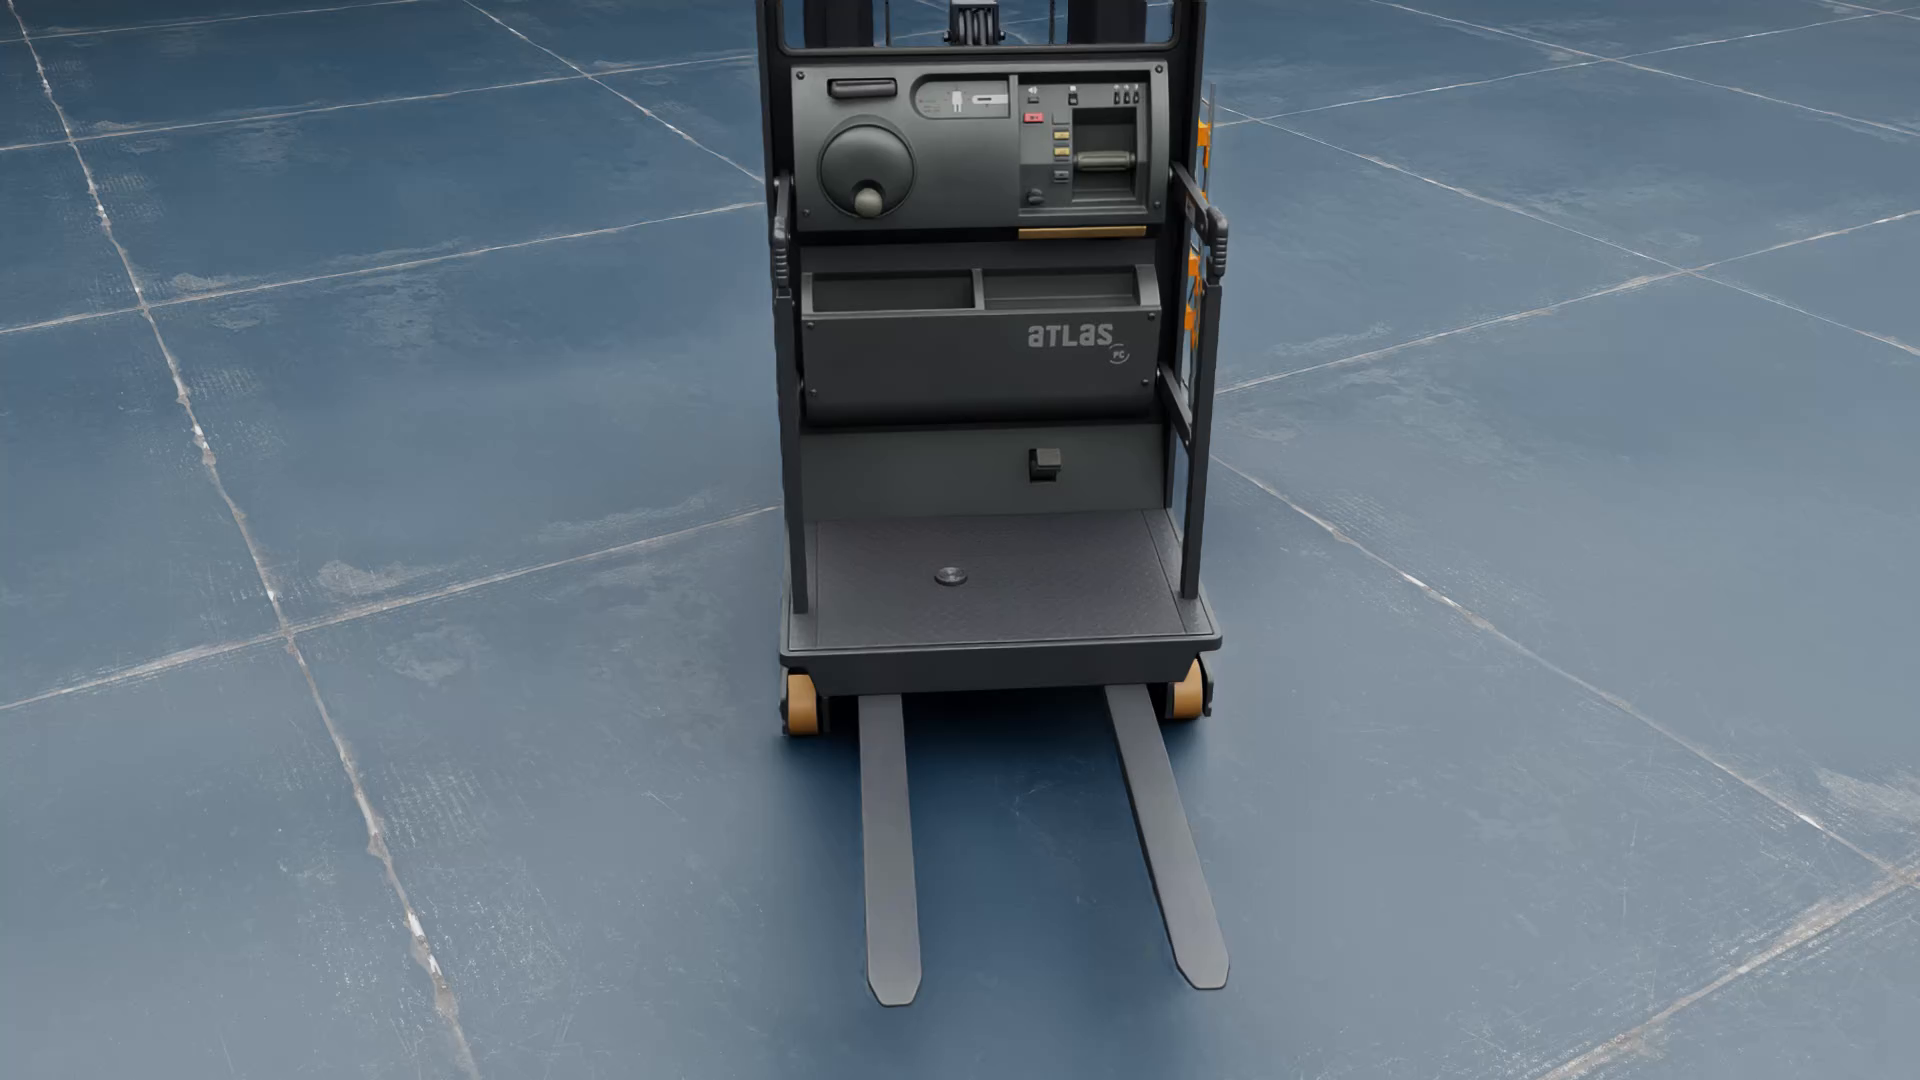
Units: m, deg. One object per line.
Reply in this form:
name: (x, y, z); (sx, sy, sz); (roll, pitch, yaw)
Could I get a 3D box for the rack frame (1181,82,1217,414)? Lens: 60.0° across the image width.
rack frame: (0.820, -1.043, 5.898); (0.015, 1.200, 0.240); (-6, 29, -10)

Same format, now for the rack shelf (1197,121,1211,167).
rack shelf: (0.581, -1.364, 5.667); (0.480, 0.148, 0.258); (-6, 29, -10)

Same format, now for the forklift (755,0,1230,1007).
forklift: (0.071, -0.940, 3.920); (1.130, 2.935, 3.031); (-2, 29, -4)

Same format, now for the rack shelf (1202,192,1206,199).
rack shelf: (0.581, -1.157, 5.781); (0.480, 0.148, 0.258); (-6, 29, -10)

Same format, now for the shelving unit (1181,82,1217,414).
shelving unit: (0.581, -1.020, 5.857); (0.503, 1.200, 0.258); (-6, 29, -10)

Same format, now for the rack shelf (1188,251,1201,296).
rack shelf: (0.581, -0.961, 5.889); (0.480, 0.148, 0.258); (-6, 29, -10)

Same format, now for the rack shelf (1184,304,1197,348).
rack shelf: (0.581, -0.787, 5.985); (0.480, 0.148, 0.258); (-6, 29, -10)
